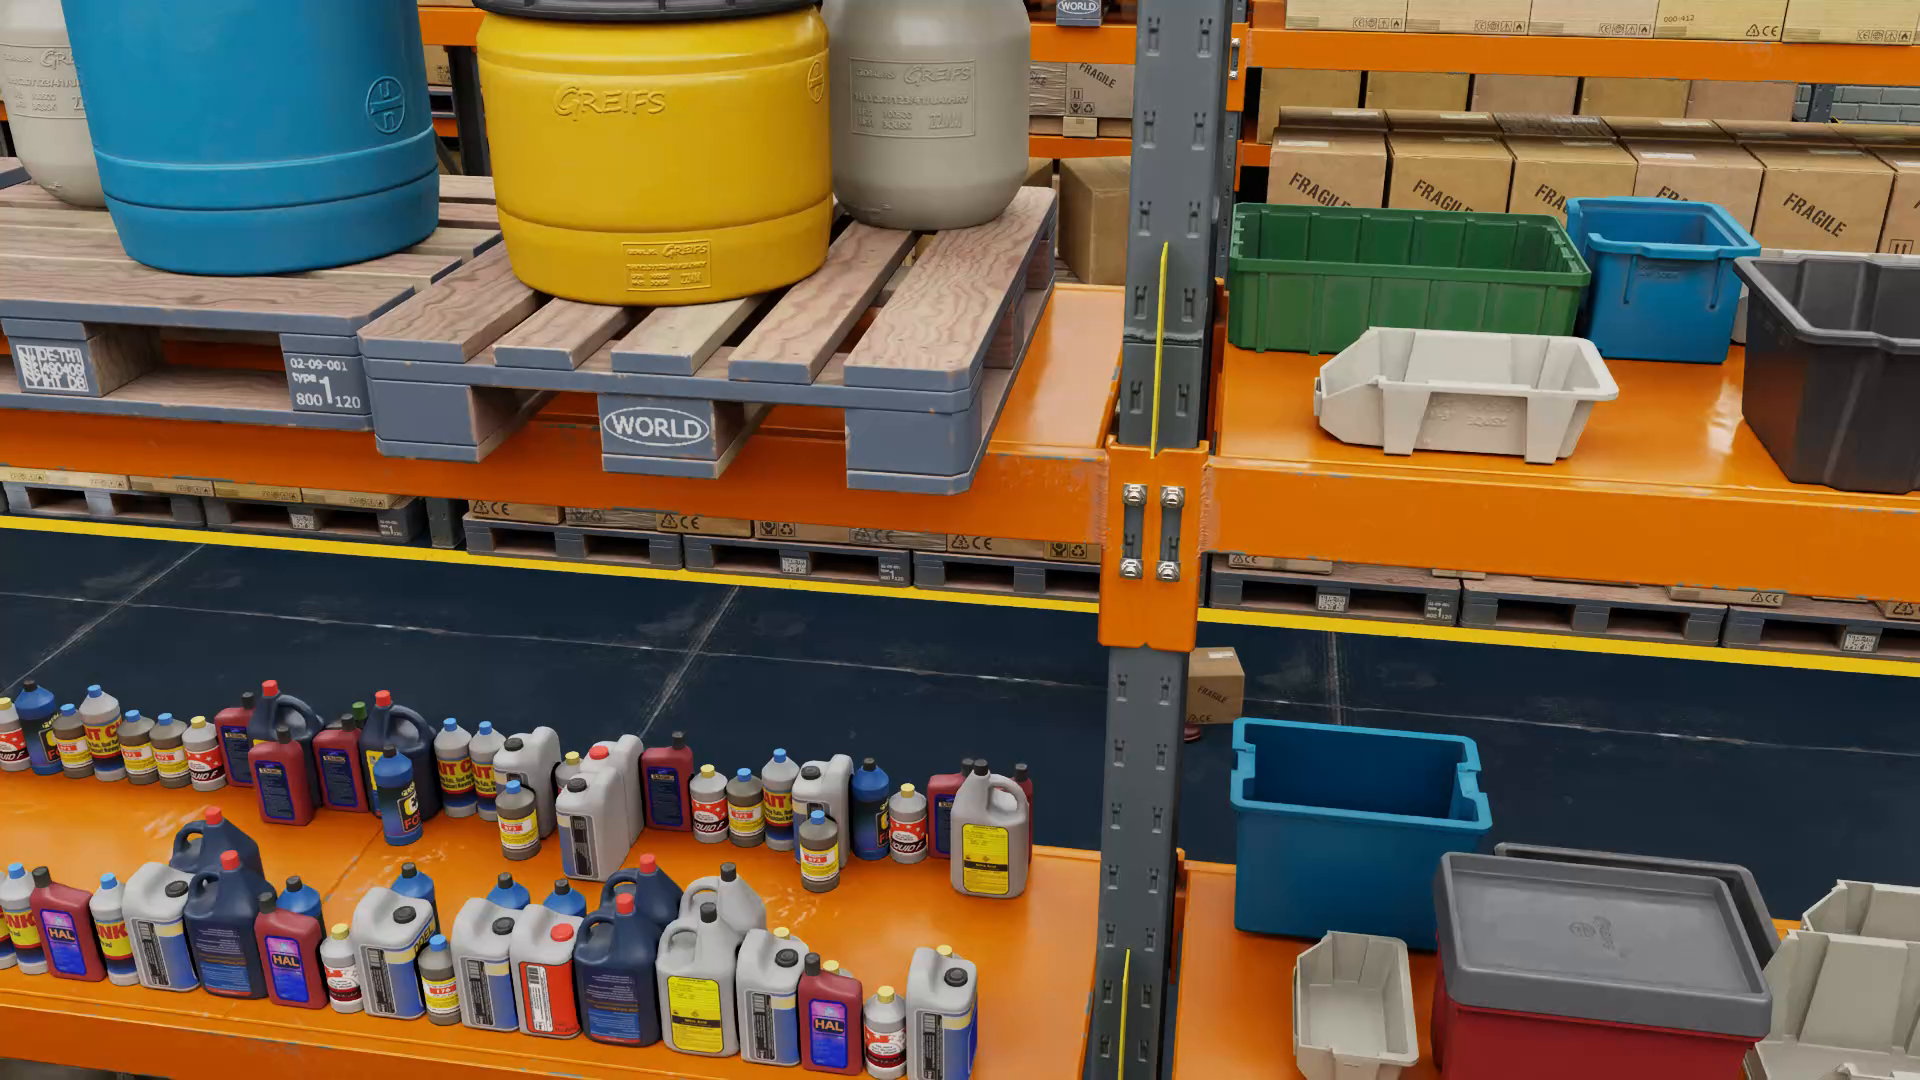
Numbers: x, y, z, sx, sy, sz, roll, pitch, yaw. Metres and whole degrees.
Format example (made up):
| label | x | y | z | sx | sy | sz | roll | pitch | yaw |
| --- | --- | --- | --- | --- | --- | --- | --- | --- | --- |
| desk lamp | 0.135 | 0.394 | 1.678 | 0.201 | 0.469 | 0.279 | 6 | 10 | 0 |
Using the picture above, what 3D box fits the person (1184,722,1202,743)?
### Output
| label | x | y | z | sx | sy | sz | roll | pitch | yaw |
| --- | --- | --- | --- | --- | --- | --- | --- | --- | --- |
| person | 0.872 | 0.017 | 7.080 | 0.372 | 1.652 | 0.543 | 1 | 25 | 2 |
